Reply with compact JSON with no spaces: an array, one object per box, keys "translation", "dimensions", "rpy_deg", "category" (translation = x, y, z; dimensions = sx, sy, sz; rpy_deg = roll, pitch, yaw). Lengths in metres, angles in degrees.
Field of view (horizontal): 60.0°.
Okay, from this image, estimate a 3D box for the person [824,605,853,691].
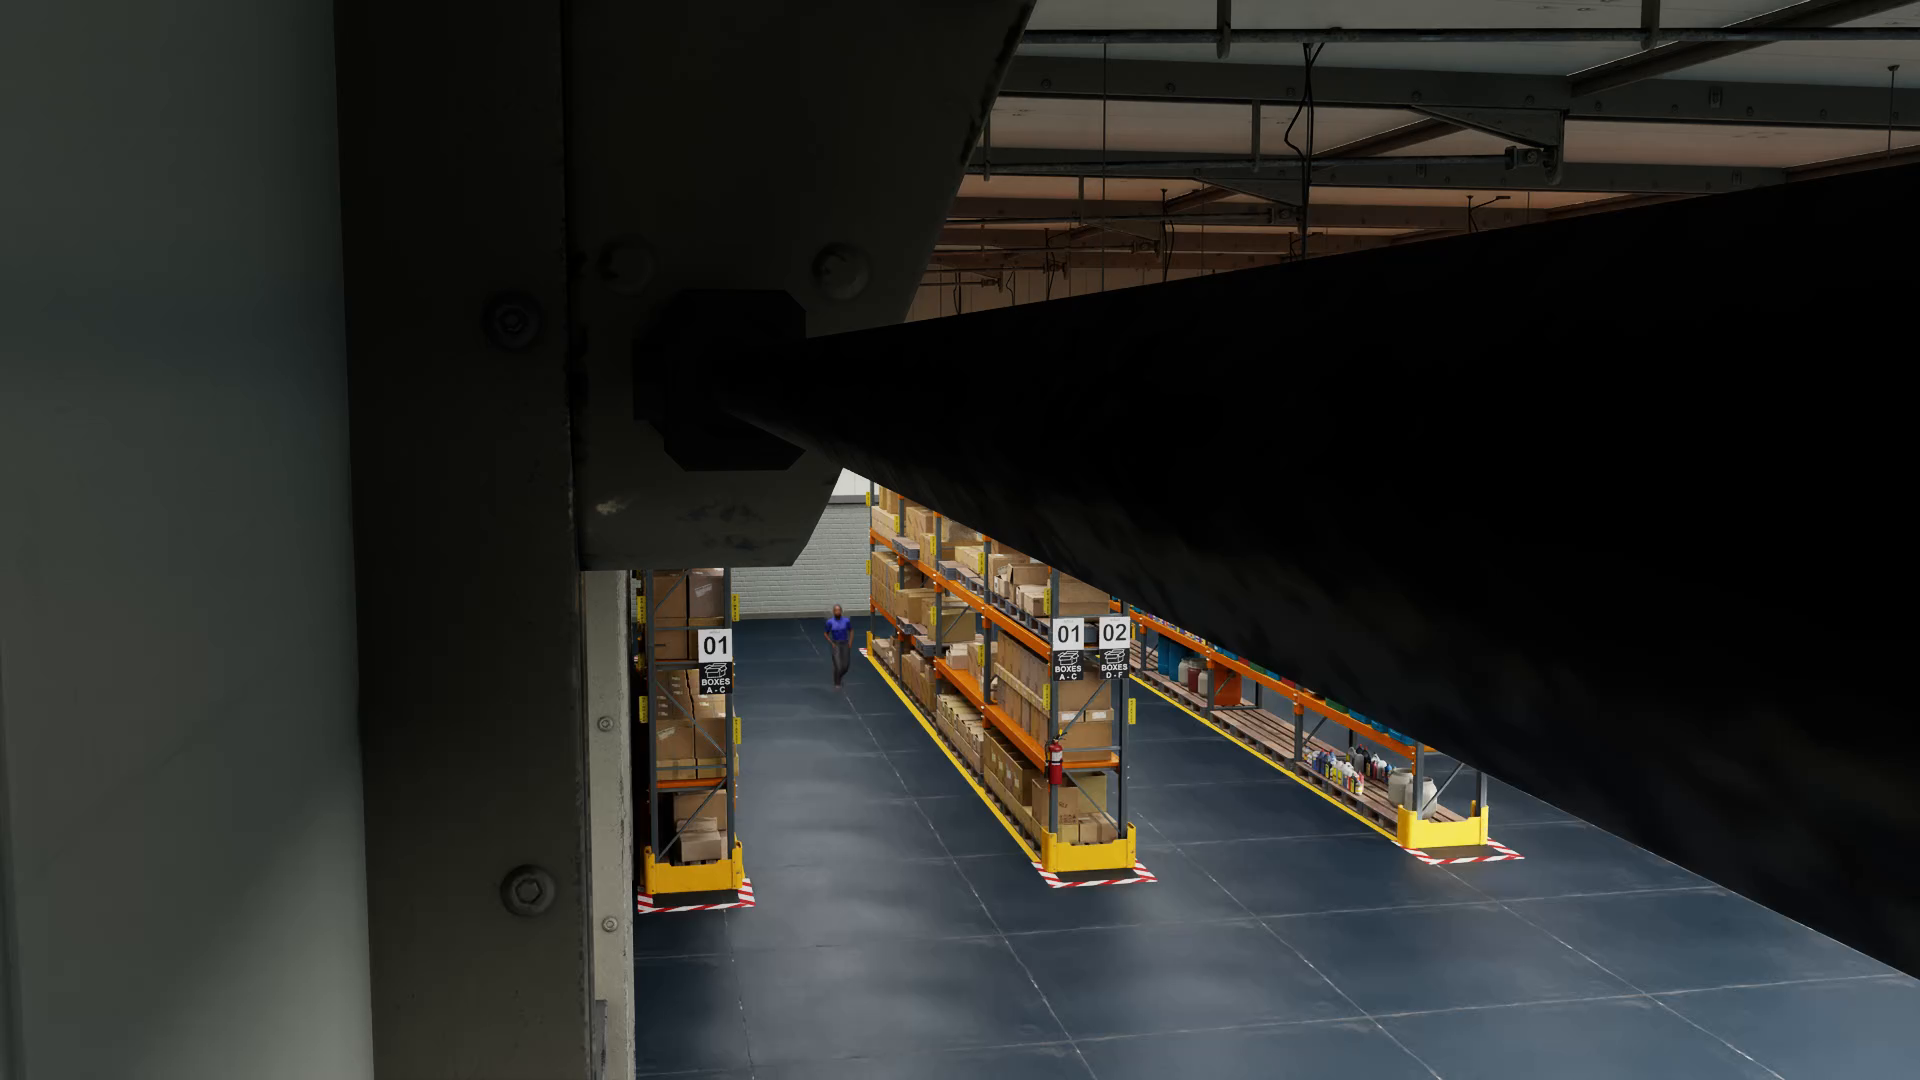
[{"translation":[-2.256,2.012,31.090],"dimensions":[0.565,1.617,0.456],"rpy_deg":[-2,6,-14],"category":"person"}]
